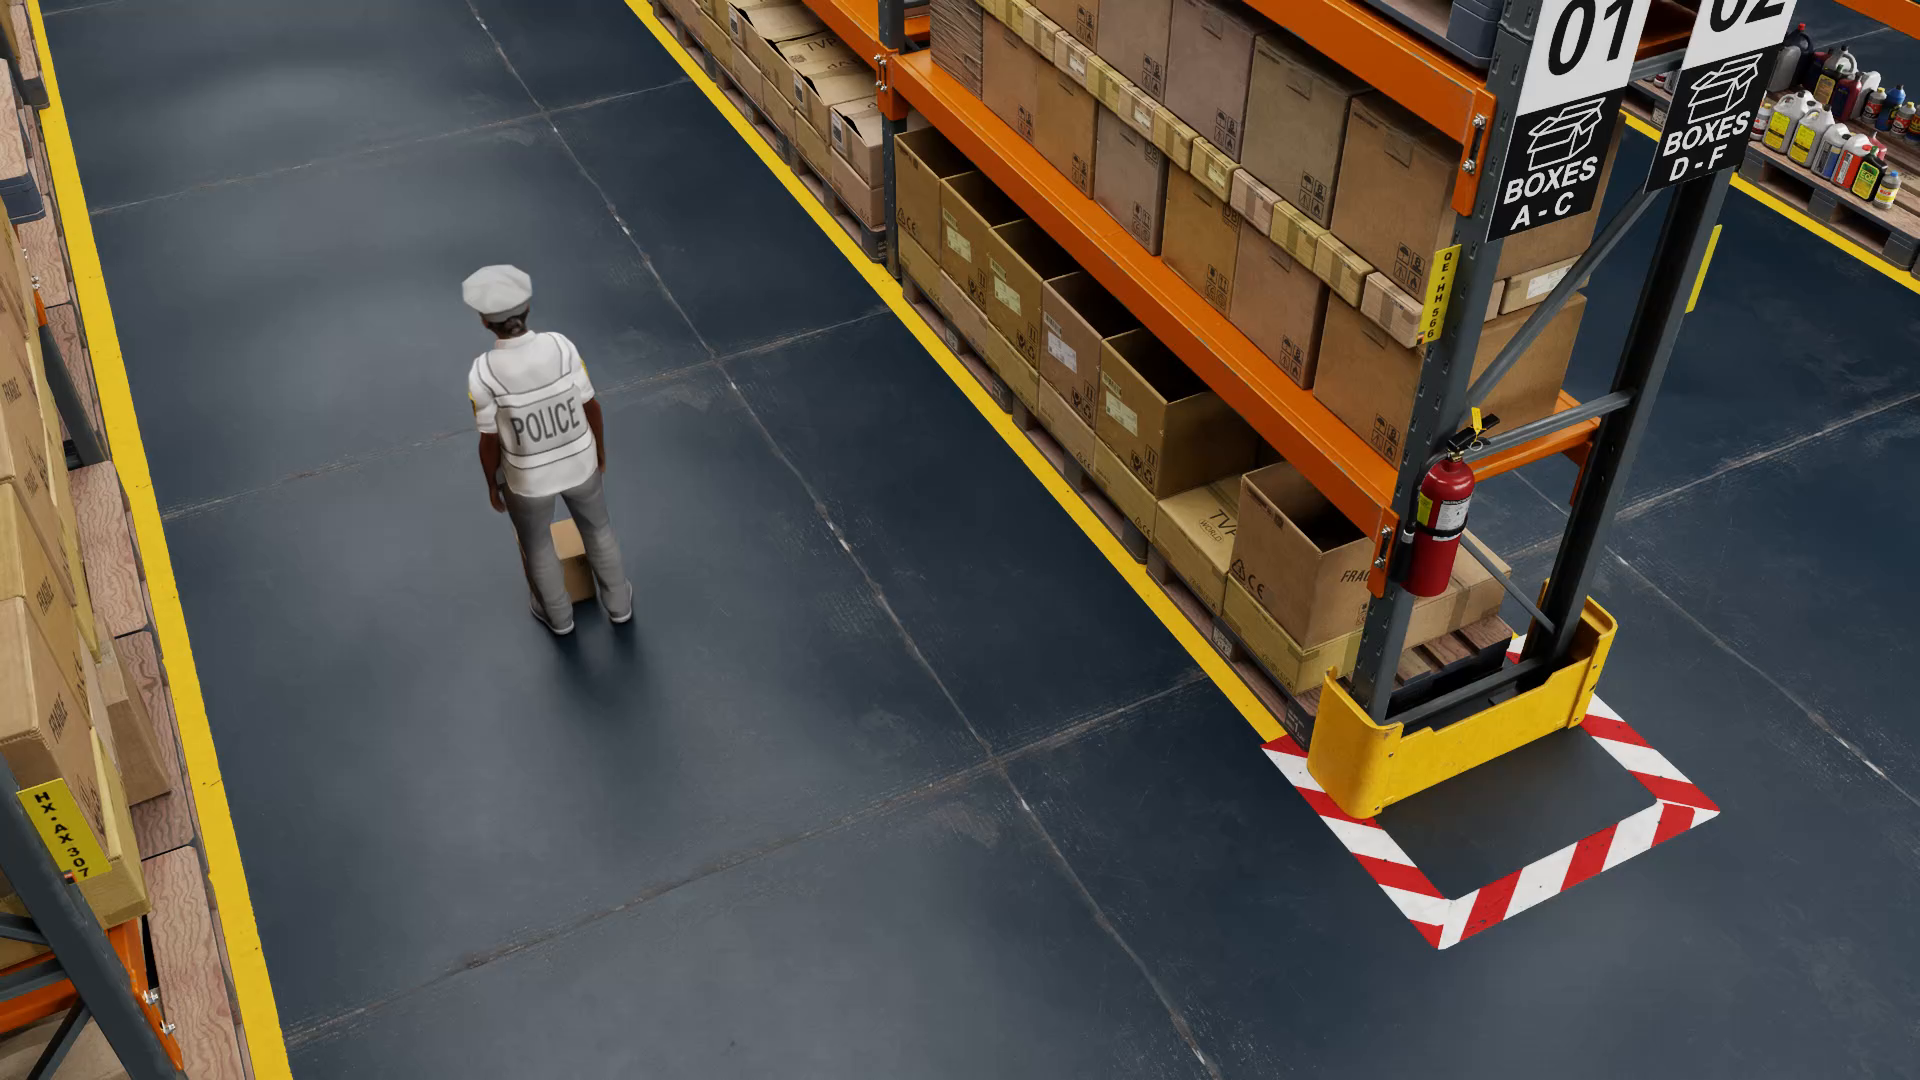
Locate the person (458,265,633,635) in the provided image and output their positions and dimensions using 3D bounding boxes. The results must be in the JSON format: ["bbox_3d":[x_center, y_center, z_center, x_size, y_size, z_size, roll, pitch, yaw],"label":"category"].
[{"bbox_3d":[-1.615,-0.293,6.489,0.531,1.660,0.427,-22,46,-23],"label":"person"}]
